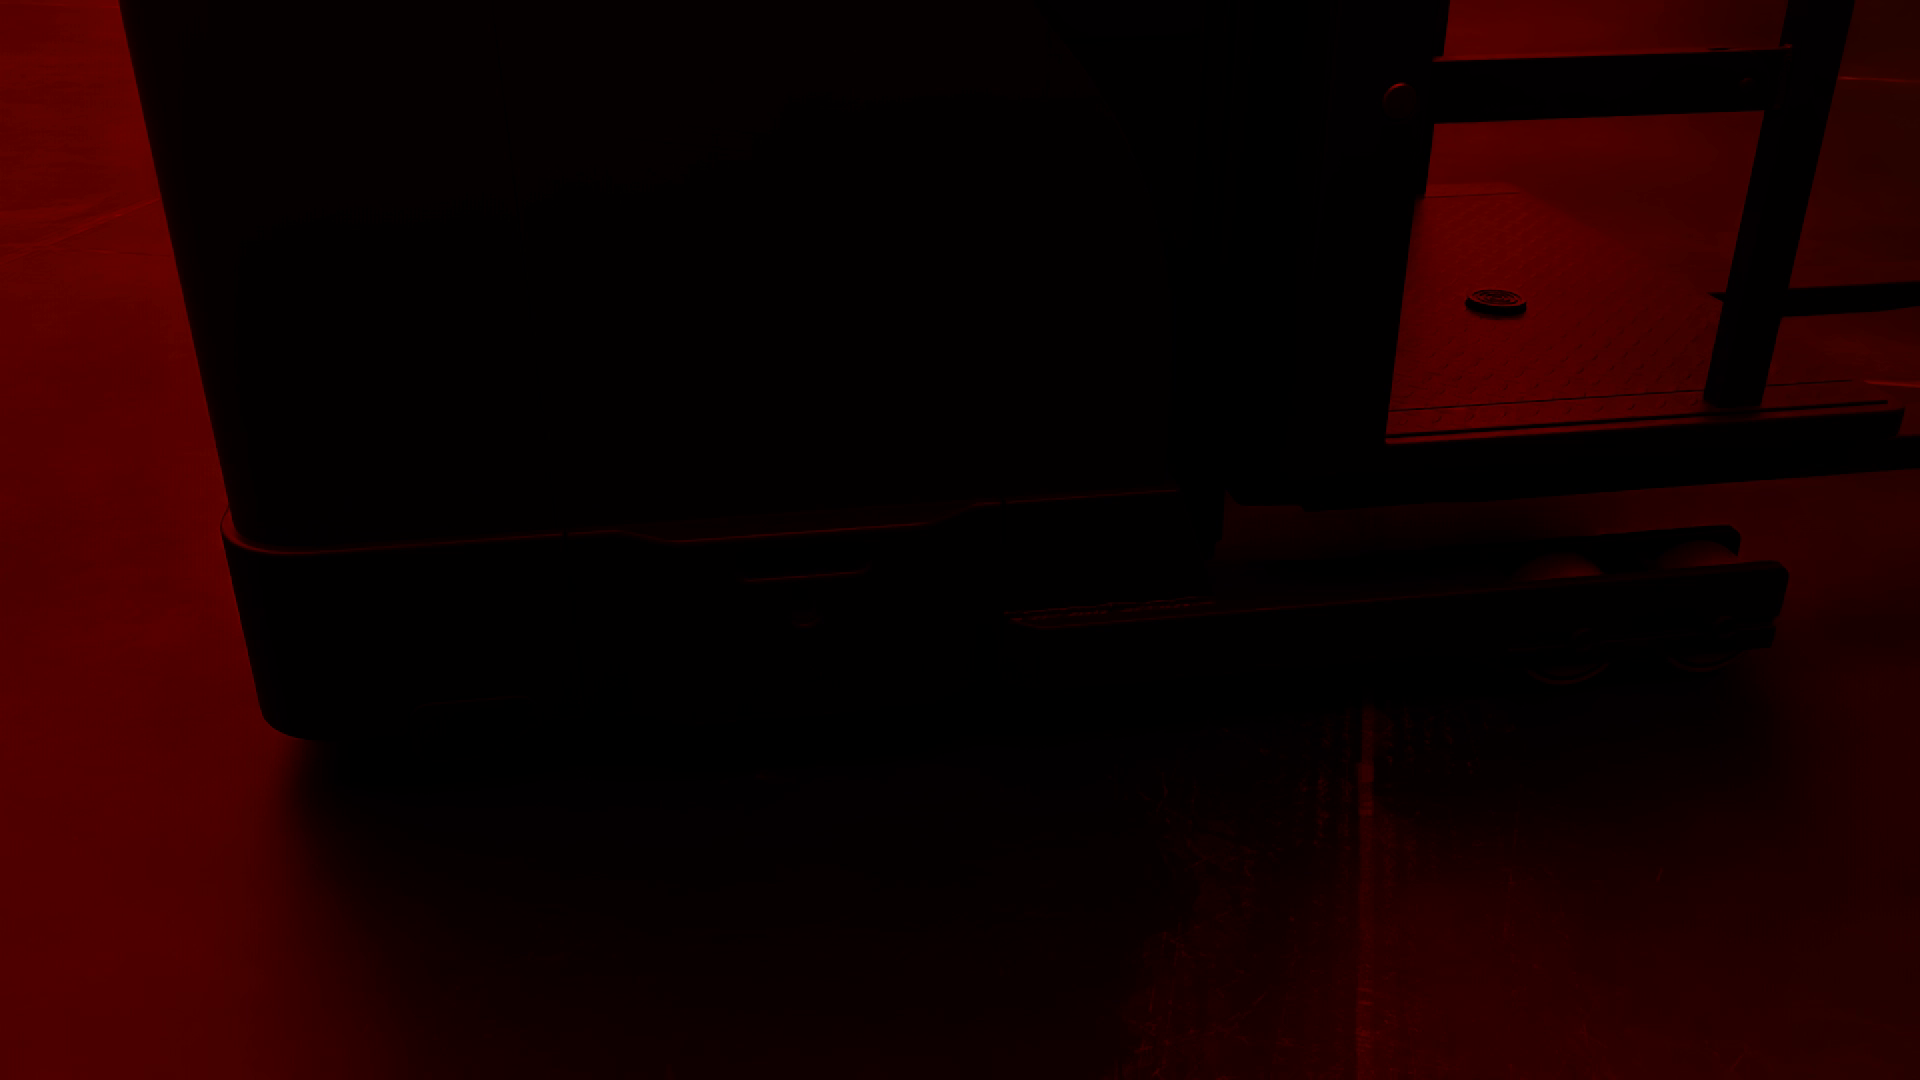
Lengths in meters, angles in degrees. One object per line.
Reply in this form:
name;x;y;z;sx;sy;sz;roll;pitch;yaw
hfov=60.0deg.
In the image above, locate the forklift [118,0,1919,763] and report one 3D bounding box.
forklift;0.600;-1.354;1.930;3.031;2.935;1.130;-4;27;-9
